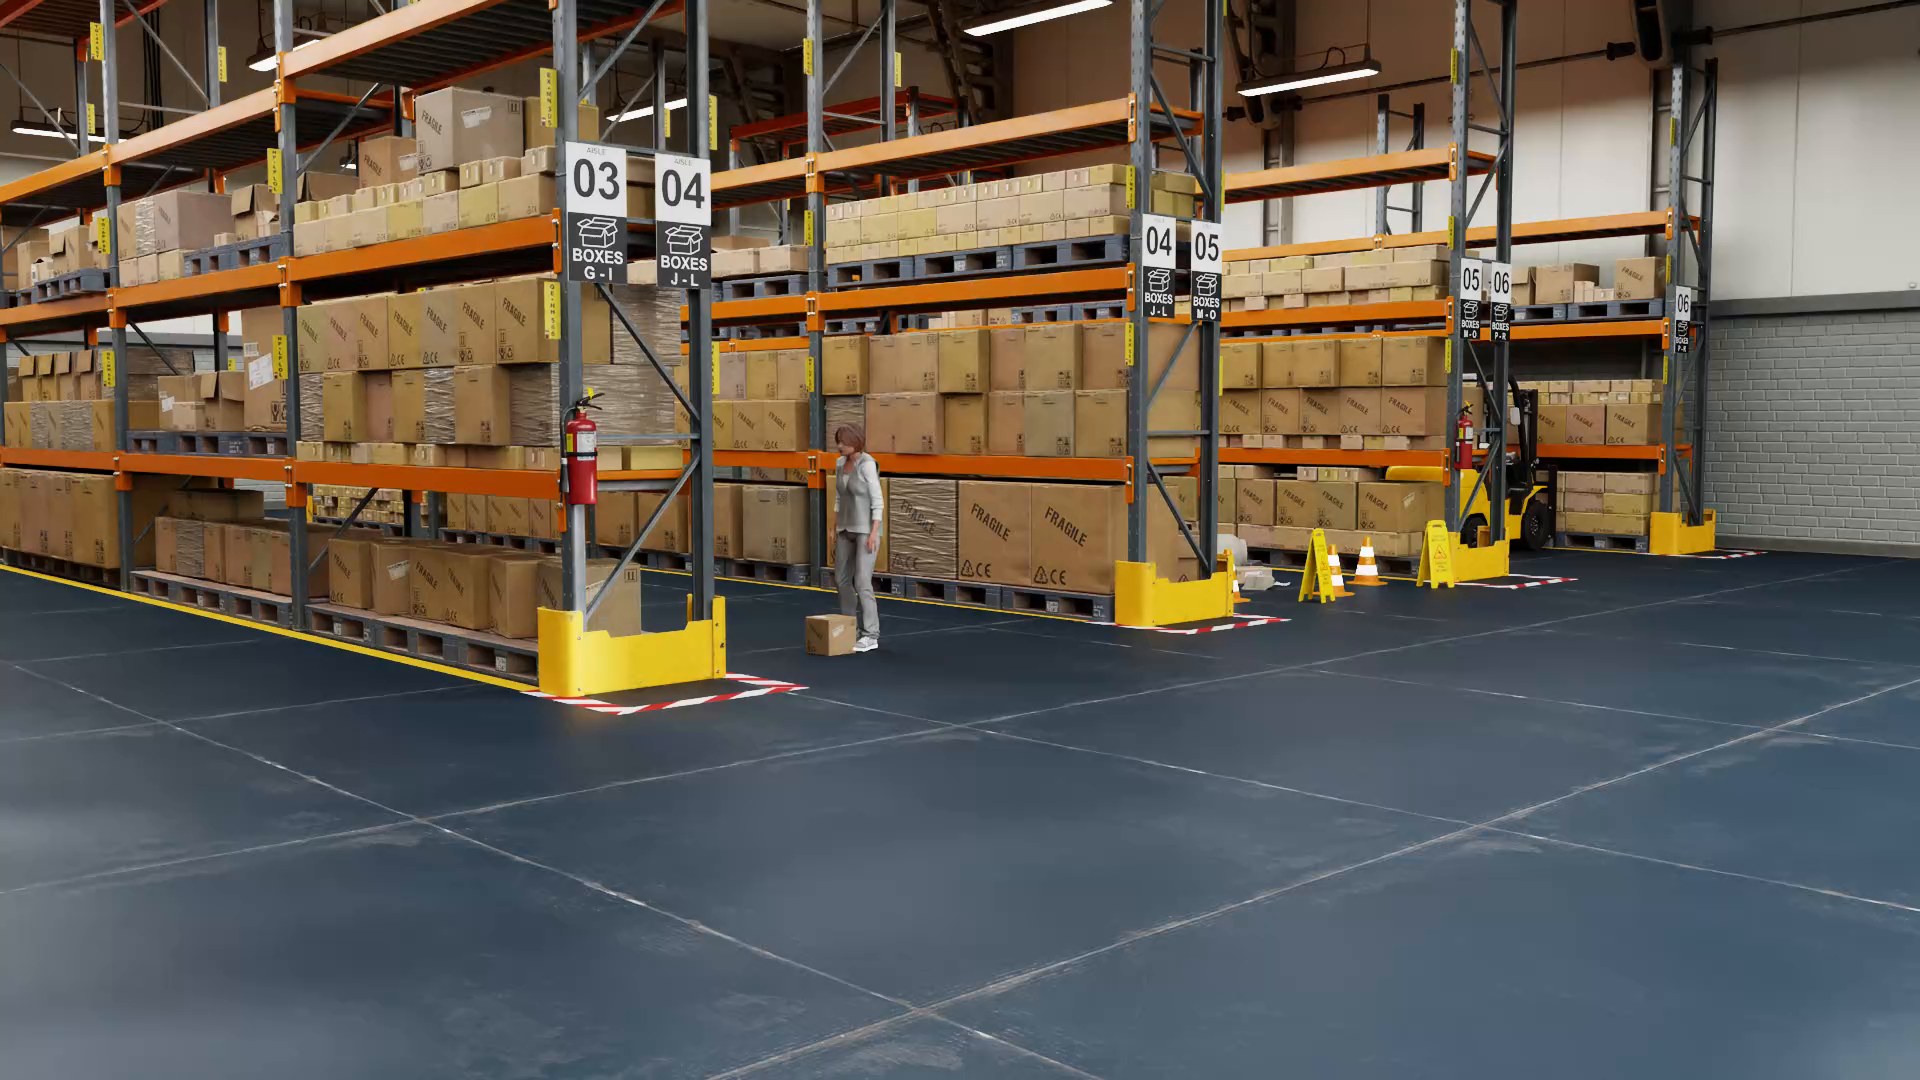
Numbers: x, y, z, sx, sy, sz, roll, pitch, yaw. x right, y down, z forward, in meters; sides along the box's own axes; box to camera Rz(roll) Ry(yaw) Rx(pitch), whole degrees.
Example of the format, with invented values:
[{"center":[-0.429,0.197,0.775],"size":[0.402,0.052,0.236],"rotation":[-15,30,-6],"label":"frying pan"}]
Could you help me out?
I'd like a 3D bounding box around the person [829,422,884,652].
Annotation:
[{"center":[-0.728,-0.026,11.633],"size":[0.350,1.593,0.472],"rotation":[-4,6,-45],"label":"person"}]
